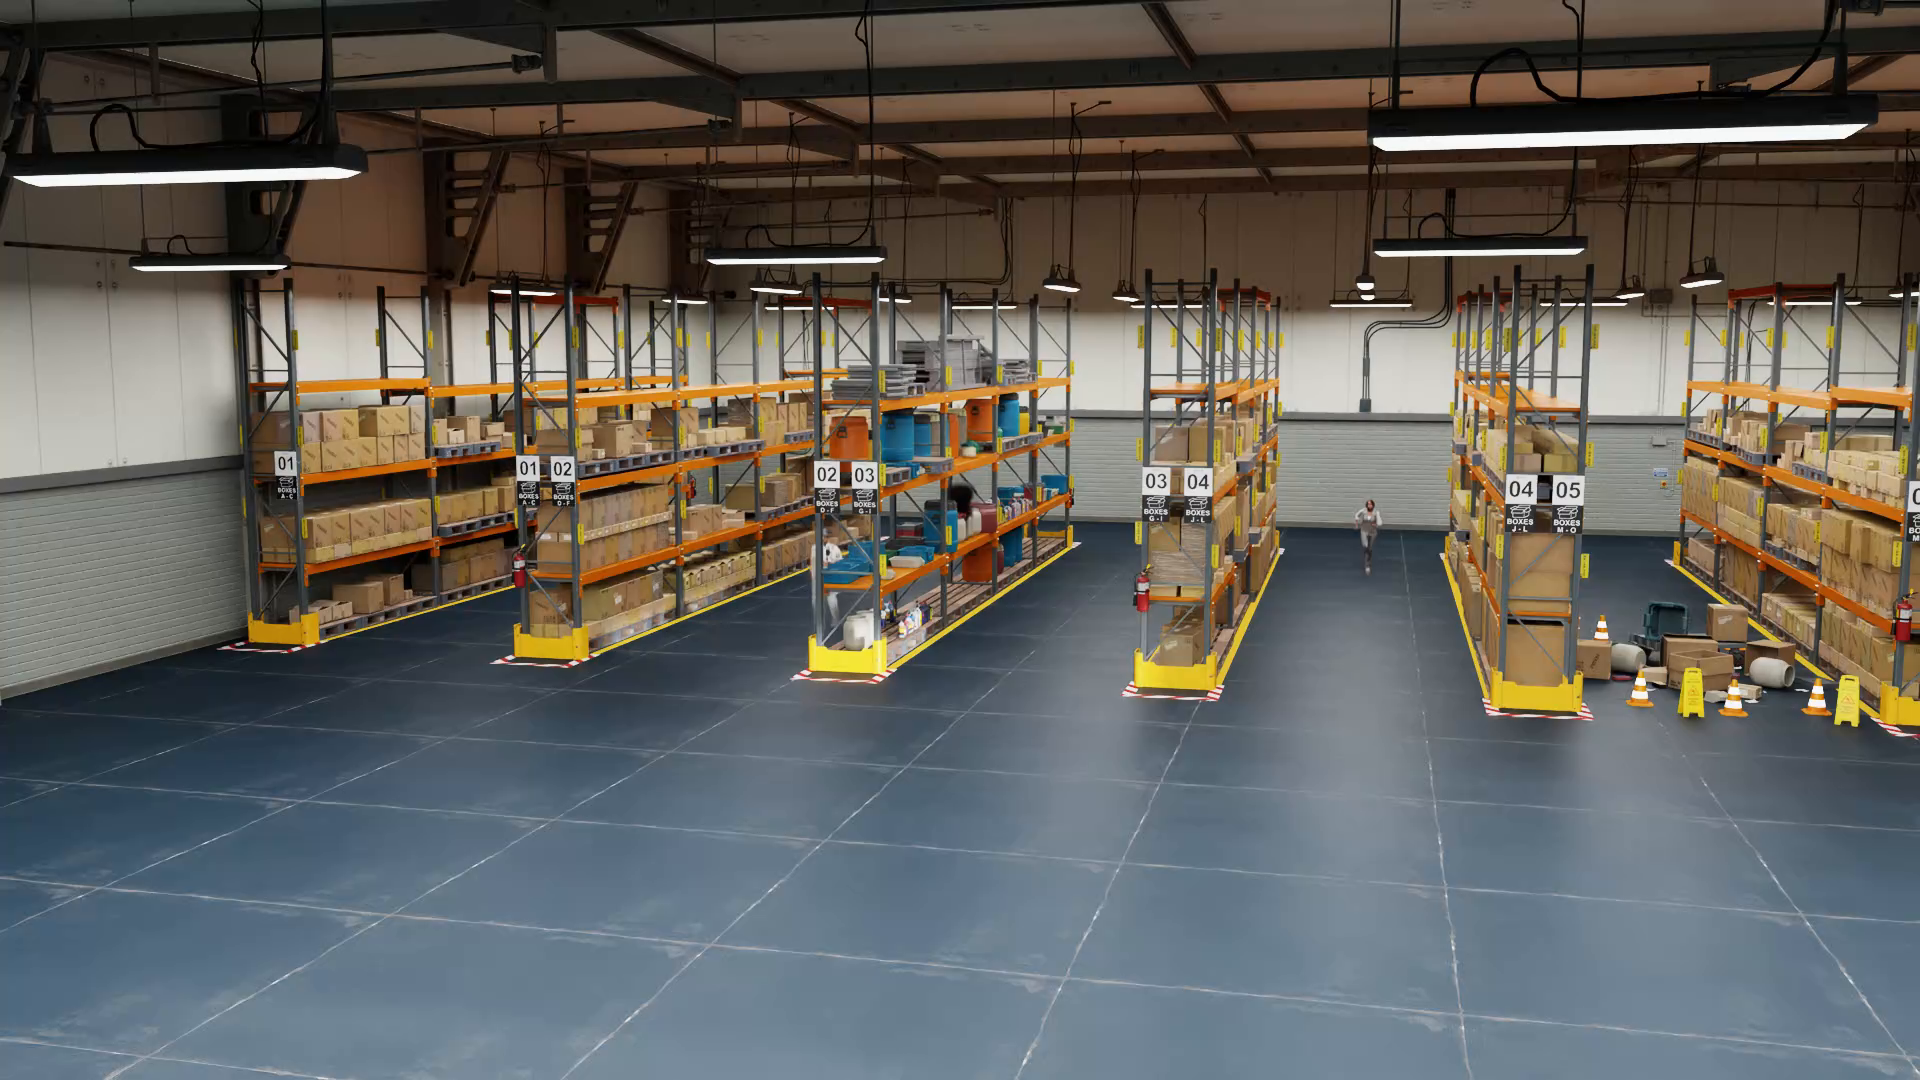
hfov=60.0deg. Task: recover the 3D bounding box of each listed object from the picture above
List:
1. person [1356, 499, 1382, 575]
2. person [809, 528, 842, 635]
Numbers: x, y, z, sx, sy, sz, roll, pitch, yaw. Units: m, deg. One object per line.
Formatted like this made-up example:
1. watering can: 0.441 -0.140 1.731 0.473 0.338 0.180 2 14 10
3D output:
1. person: 8.824 -0.086 35.925 0.556 1.625 0.800 2 7 13
2. person: -2.320 0.678 28.651 0.645 1.815 0.922 2 7 12
